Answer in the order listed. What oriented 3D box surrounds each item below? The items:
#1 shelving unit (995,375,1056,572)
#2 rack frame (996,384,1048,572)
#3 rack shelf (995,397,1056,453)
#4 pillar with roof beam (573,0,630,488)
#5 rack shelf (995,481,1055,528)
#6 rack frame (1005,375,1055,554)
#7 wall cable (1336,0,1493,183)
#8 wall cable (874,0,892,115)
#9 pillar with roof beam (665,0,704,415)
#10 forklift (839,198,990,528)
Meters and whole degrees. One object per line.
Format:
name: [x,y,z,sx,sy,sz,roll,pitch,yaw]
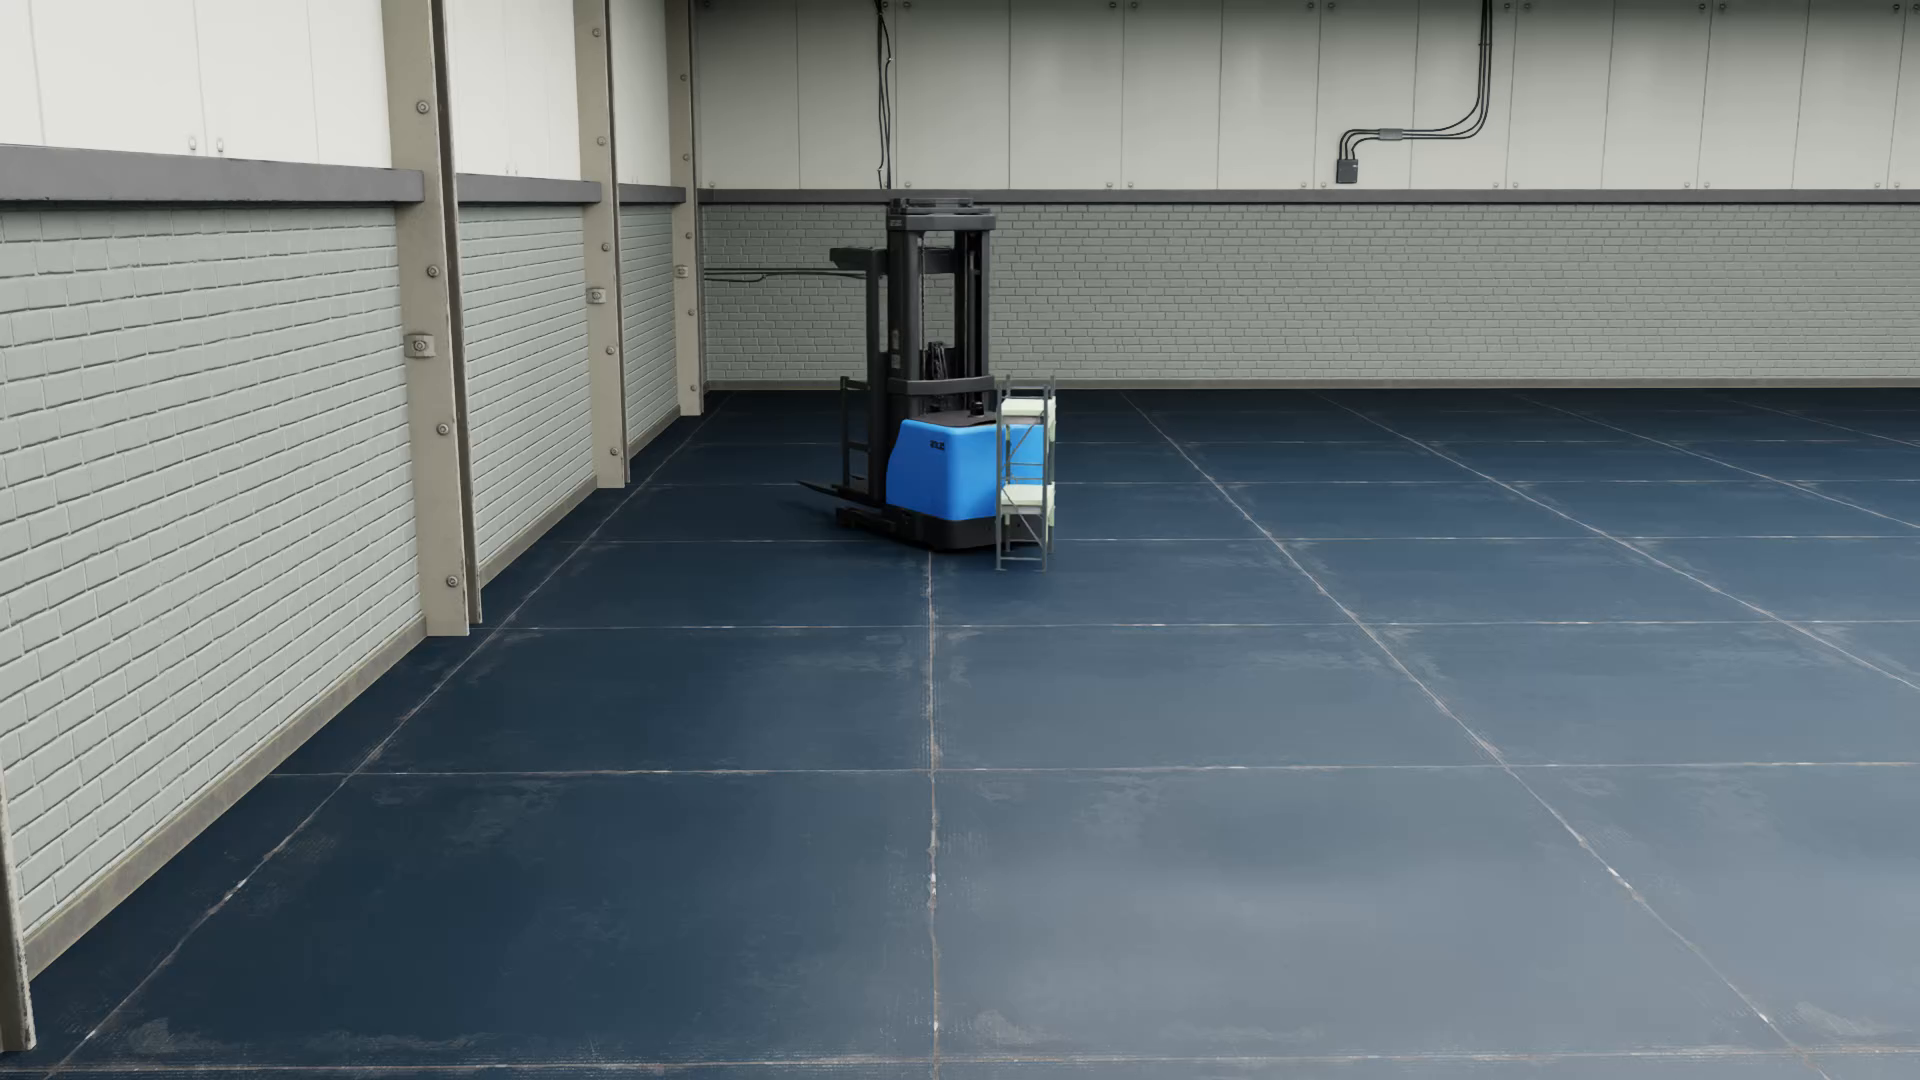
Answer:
shelving unit: [0.537,-0.555,13.523,0.431,1.500,0.755,1,12,7]
rack frame: [0.491,-0.483,13.167,0.400,1.500,0.023,1,12,7]
rack shelf: [0.537,-0.938,13.445,0.431,0.370,0.720,1,12,7]
pillar with roof beam: [0.661,-5.006,16.602,9.100,9.000,0.400,0,11,-1]
rack shelf: [0.537,-0.236,13.588,0.431,0.370,0.720,1,12,7]
rack frame: [0.584,-0.627,13.879,0.400,1.500,0.023,1,12,7]
wall cable: [6.986,-8.475,25.146,2.305,6.003,0.169,0,11,-1]
wall cable: [0.199,-7.737,25.169,3.097,2.526,0.112,0,11,-1]
pillar with roof beam: [0.537,-6.199,22.481,9.100,9.000,0.400,0,11,-1]
forklift: [-0.476,-1.590,15.023,1.121,2.935,3.031,-8,14,-33]
